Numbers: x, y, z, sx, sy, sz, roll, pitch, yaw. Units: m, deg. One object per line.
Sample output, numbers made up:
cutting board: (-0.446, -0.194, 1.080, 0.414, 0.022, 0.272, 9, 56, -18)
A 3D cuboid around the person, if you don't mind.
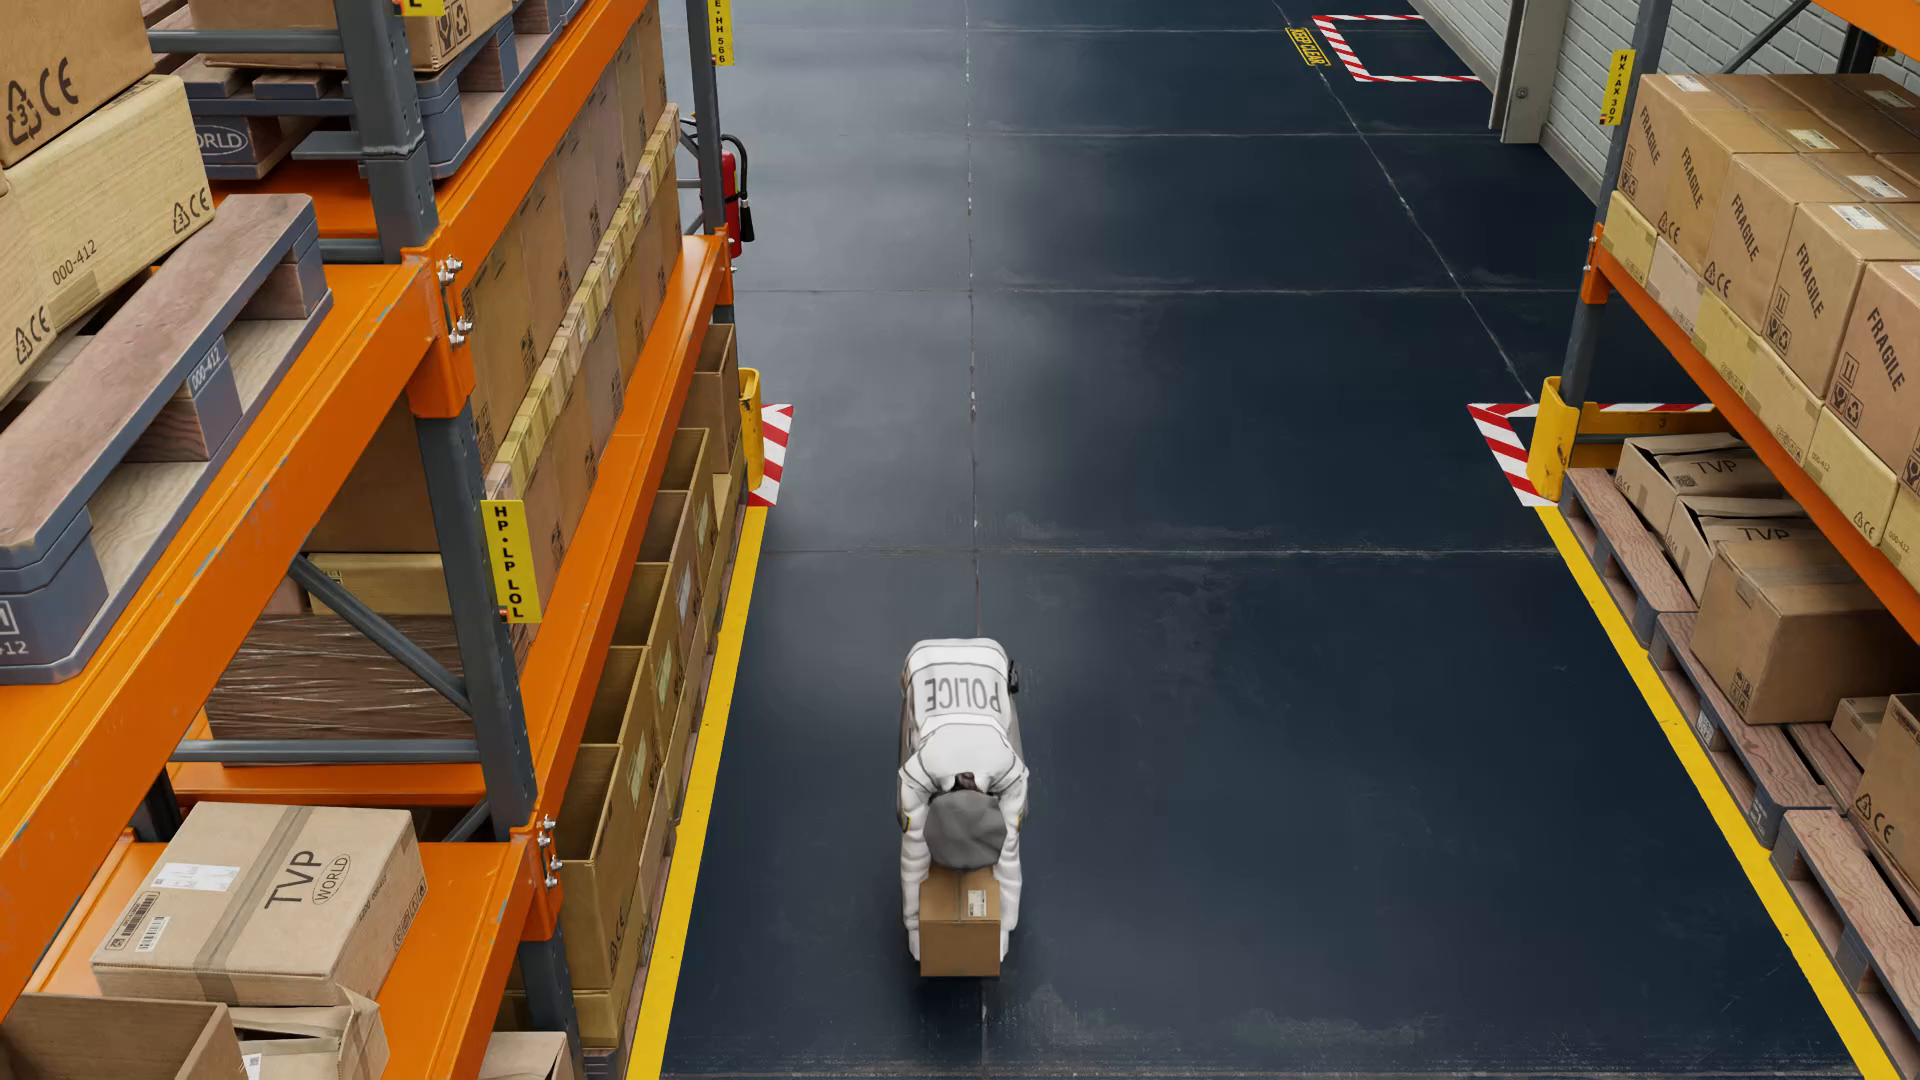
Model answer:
person: (0.011, 0.890, 5.343, 0.434, 0.983, 0.907, -1, 32, -2)
